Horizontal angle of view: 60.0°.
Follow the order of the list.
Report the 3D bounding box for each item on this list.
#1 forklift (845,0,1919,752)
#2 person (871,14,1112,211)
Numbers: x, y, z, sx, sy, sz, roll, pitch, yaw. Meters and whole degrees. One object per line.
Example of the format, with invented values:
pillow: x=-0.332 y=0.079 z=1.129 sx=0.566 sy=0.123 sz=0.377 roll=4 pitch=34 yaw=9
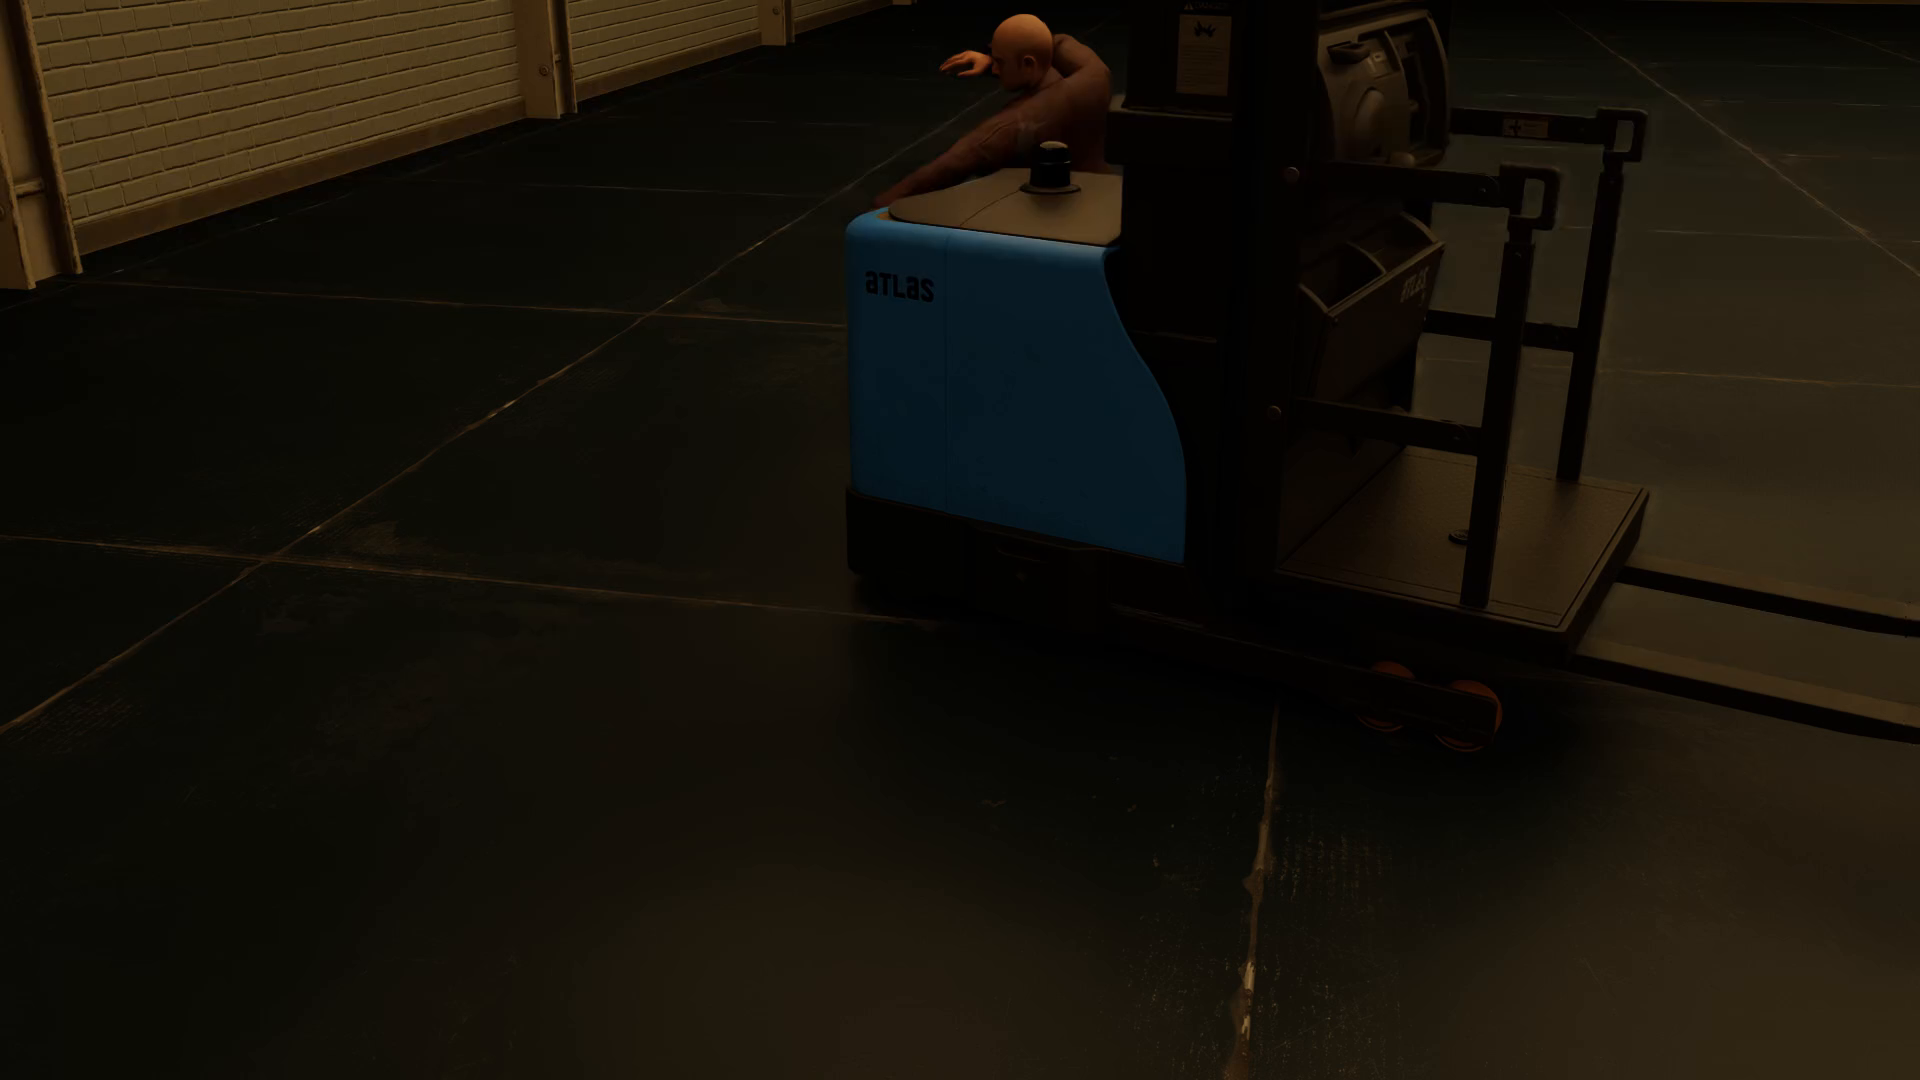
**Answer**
forklift: x=1.208 y=-1.086 z=3.931 sx=3.031 sy=2.935 sz=1.130 roll=13 pitch=25 yaw=28
person: x=0.106 y=-1.133 z=5.993 sx=0.958 sy=1.477 sz=1.049 roll=1 pitch=22 yaw=1
